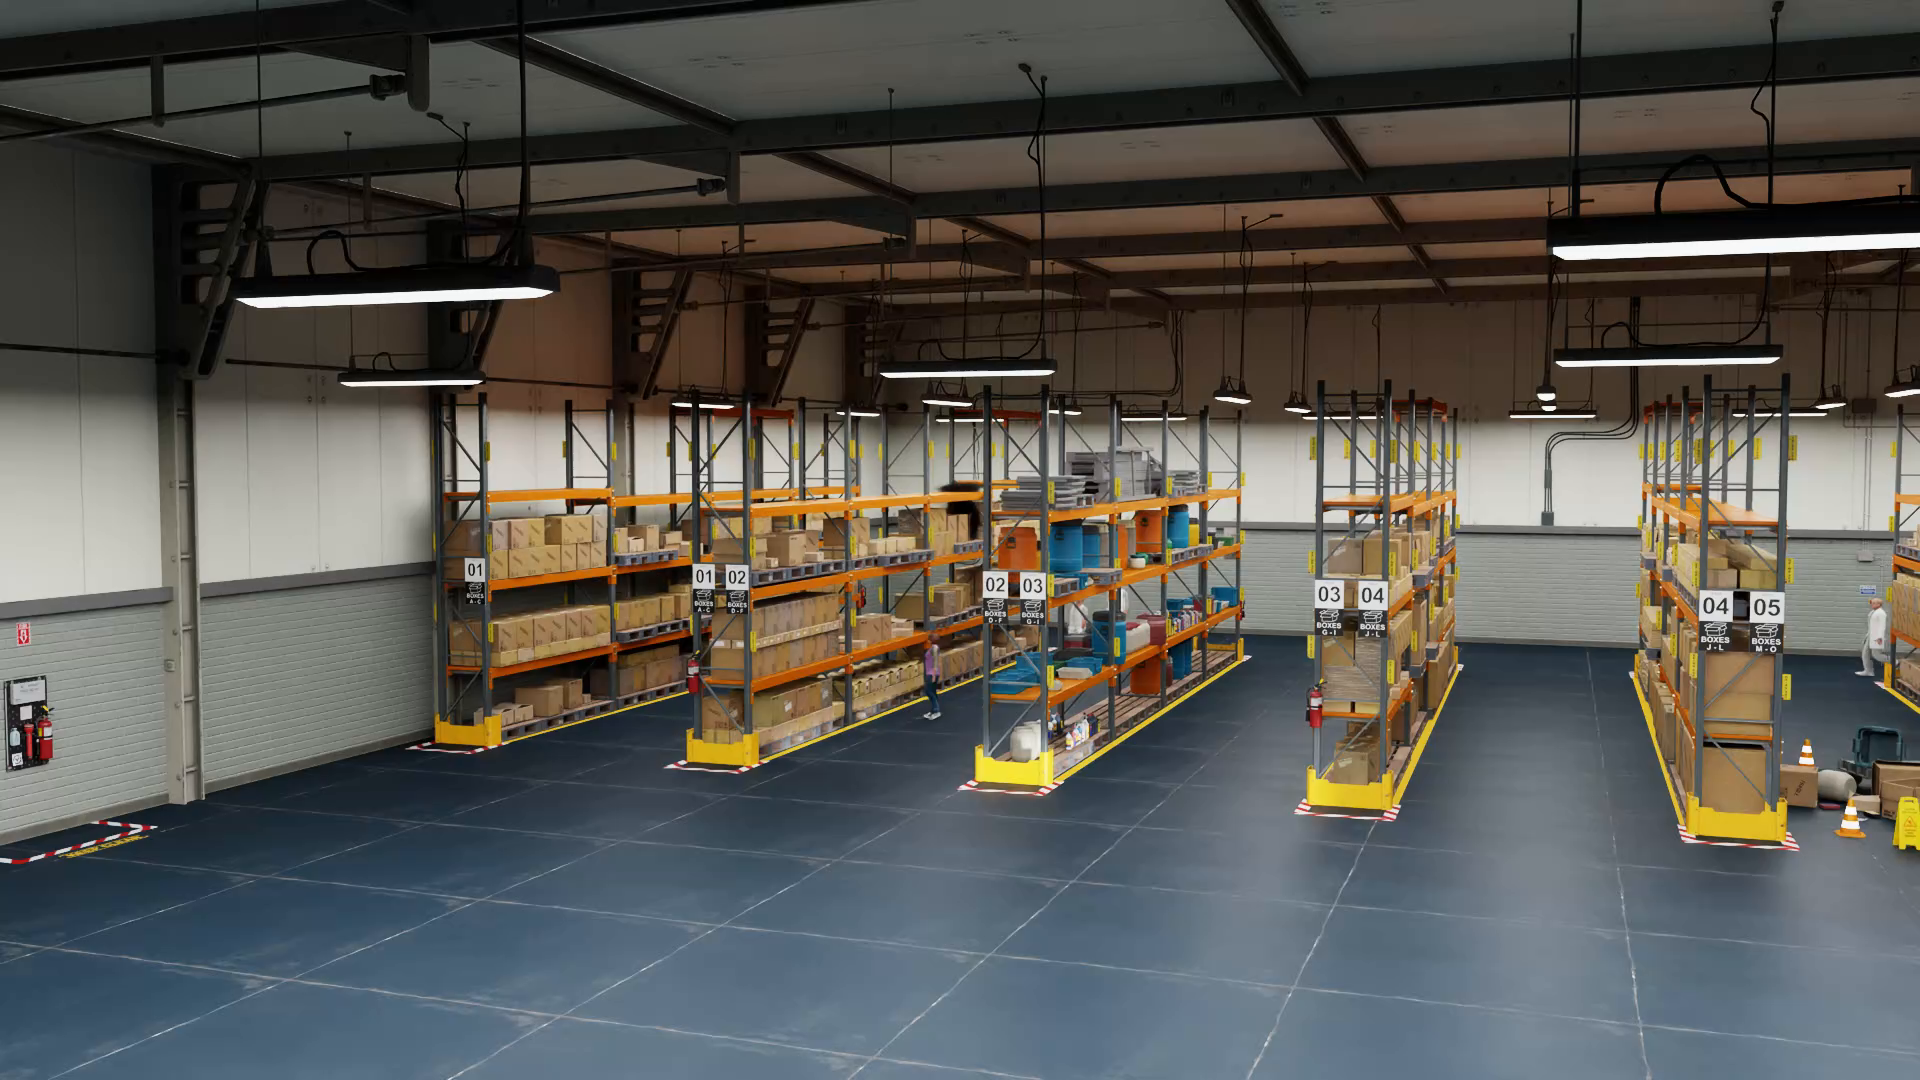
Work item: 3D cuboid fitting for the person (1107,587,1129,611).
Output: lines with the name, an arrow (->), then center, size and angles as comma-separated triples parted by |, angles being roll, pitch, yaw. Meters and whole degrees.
person -> 4.071, 1.816, 42.763 | 0.532, 1.706, 0.426 | 0, 3, -4

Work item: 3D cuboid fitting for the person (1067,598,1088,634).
person -> 2.637, 2.053, 37.808 | 0.543, 1.689, 0.945 | 1, 3, 17

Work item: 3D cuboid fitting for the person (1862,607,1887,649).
person -> 20.247, 1.954, 36.850 | 0.413, 0.932, 0.658 | 0, 3, 6

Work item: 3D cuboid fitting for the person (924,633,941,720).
person -> -0.527, 2.544, 31.162 | 0.315, 1.620, 0.450 | 0, 3, -3
